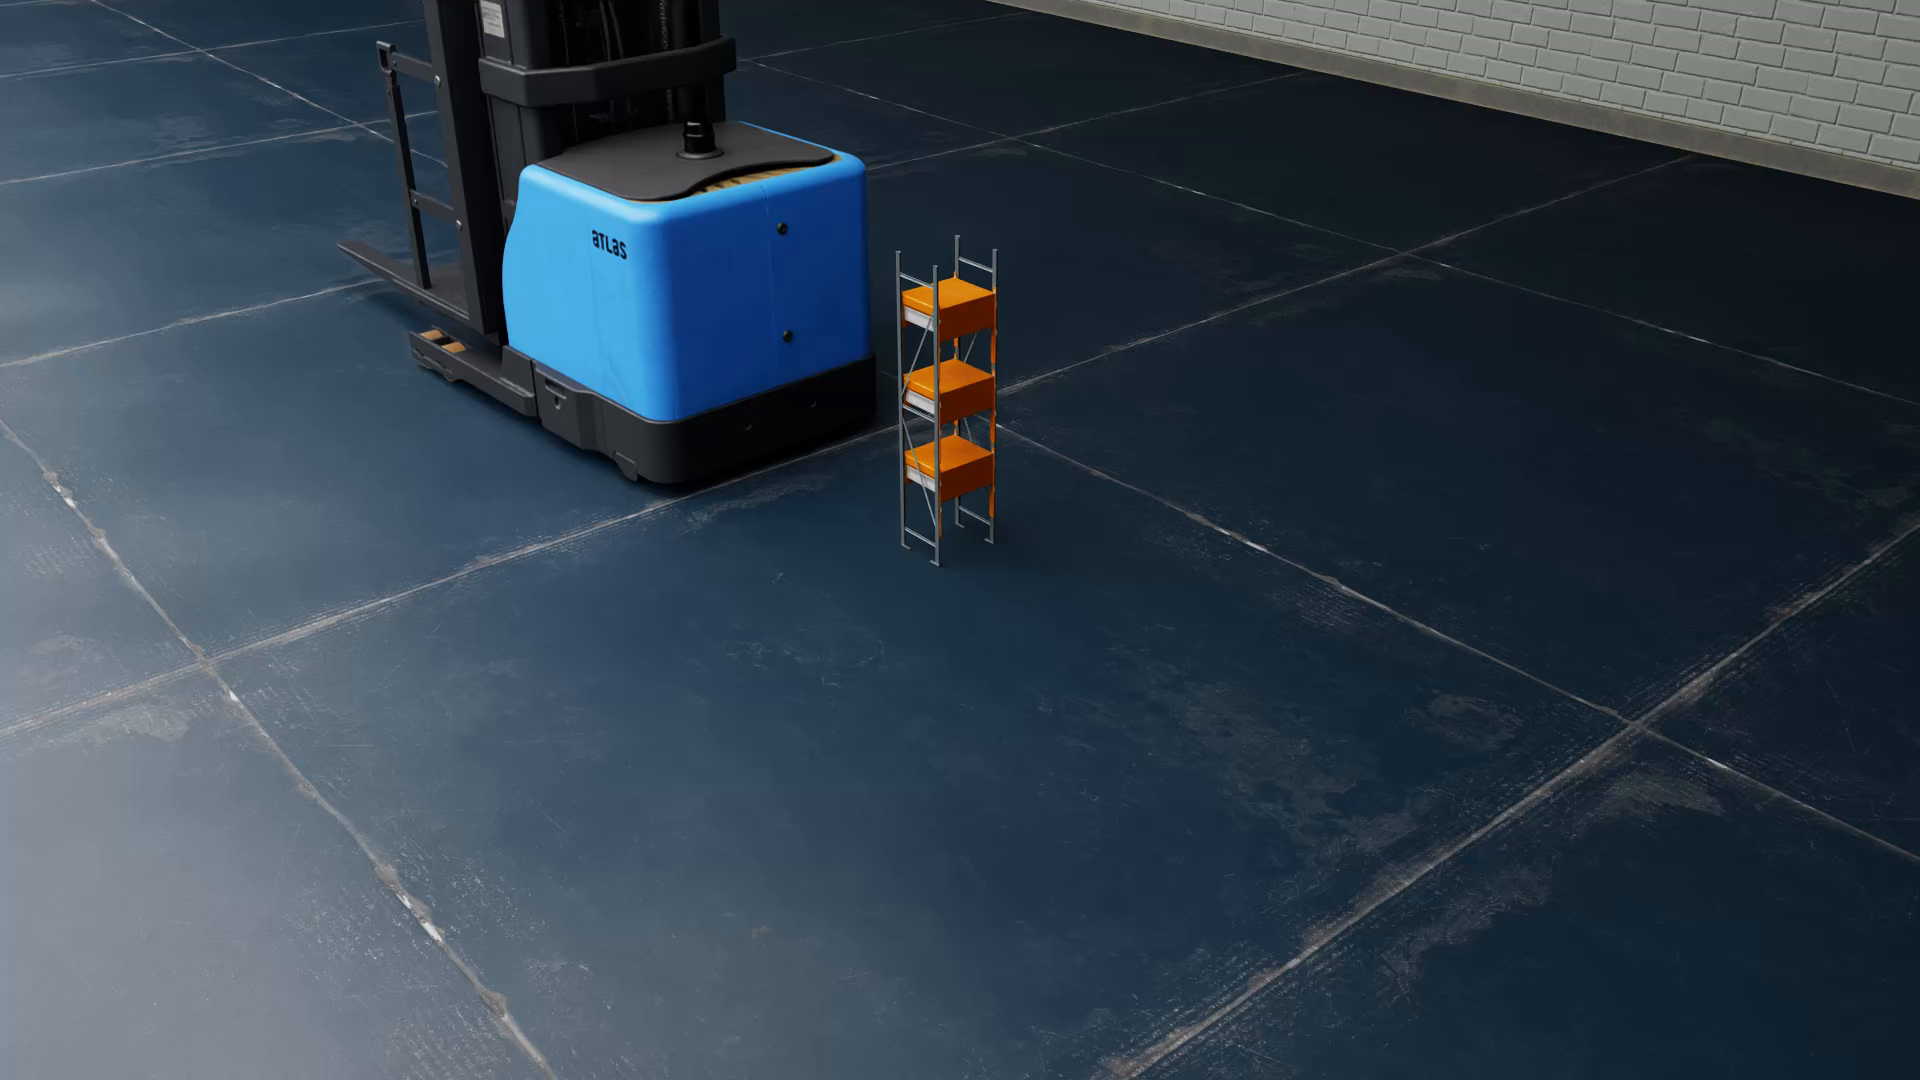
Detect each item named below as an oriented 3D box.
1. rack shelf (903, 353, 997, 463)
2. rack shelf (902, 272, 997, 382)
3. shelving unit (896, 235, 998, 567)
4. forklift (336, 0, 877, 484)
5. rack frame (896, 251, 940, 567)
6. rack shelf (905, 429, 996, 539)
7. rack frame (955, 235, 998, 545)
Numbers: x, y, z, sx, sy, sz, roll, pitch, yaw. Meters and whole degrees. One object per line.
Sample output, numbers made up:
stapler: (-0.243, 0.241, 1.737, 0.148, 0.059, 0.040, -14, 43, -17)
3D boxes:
rack shelf: (-0.041, -0.437, 5.477, 0.240, 0.259, 0.215, -22, 35, -35)
rack shelf: (-0.041, -0.688, 5.343, 0.240, 0.259, 0.215, -22, 35, -35)
shelving unit: (-0.041, -0.447, 5.472, 0.252, 1.050, 0.215, -22, 35, -35)
forklift: (-1.700, -2.100, 6.571, 1.130, 2.935, 3.031, -24, 36, -37)
rack frame: (-0.134, -0.409, 5.402, 0.008, 1.050, 0.200, -22, 35, -35)
rack shelf: (-0.041, -0.192, 5.608, 0.240, 0.259, 0.215, -22, 35, -35)
rack frame: (0.052, -0.484, 5.542, 0.008, 1.050, 0.200, -22, 35, -35)
